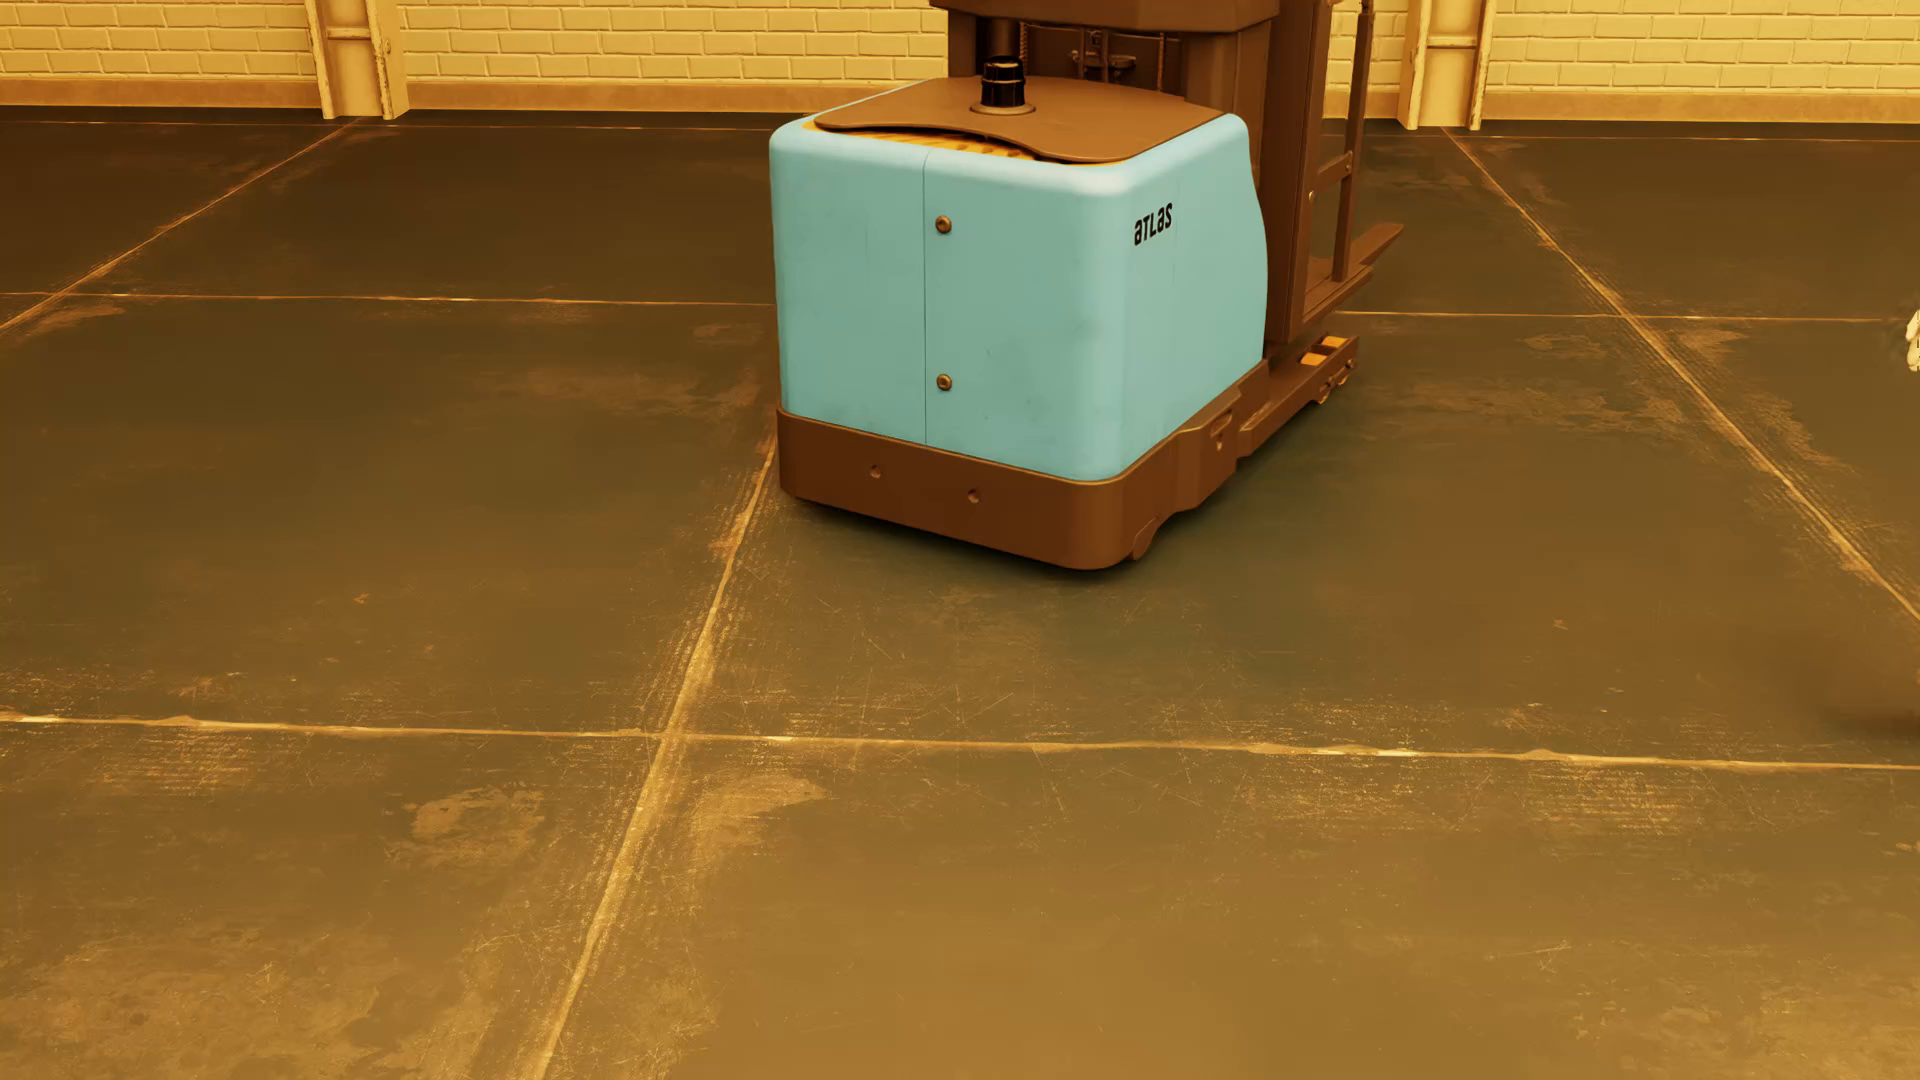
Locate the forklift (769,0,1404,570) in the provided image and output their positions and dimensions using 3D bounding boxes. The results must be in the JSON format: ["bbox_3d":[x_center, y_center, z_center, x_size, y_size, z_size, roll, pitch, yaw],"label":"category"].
[{"bbox_3d":[0.678,-1.850,4.960,1.130,2.935,3.031,15,30,27],"label":"forklift"}]

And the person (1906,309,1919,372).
[{"bbox_3d":[2.446,-0.371,3.362,0.785,1.707,0.628,1,26,3],"label":"person"}]
